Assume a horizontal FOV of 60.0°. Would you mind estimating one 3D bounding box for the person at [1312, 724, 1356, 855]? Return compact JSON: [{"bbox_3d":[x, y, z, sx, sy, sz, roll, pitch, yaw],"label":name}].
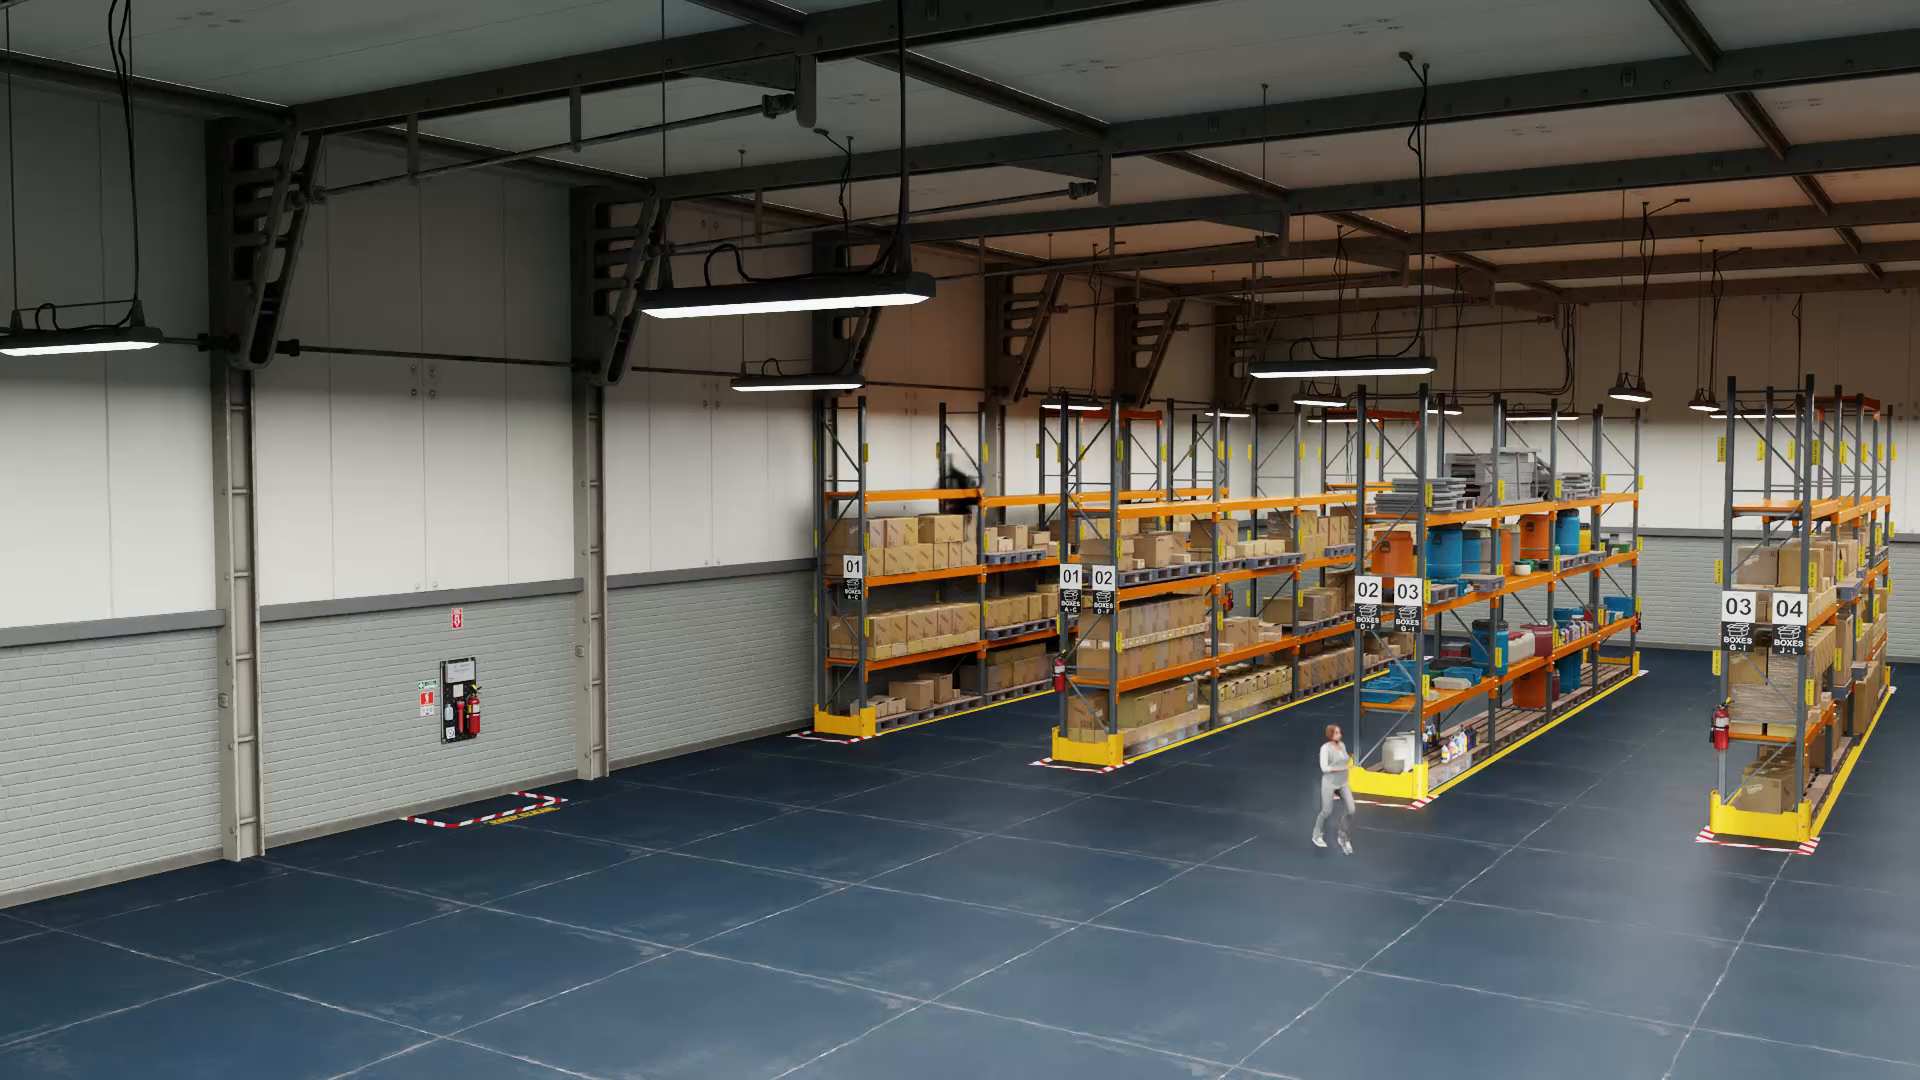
[{"bbox_3d":[4.696,3.115,20.787,0.526,1.647,0.684,-2,3,-27],"label":"person"}]
